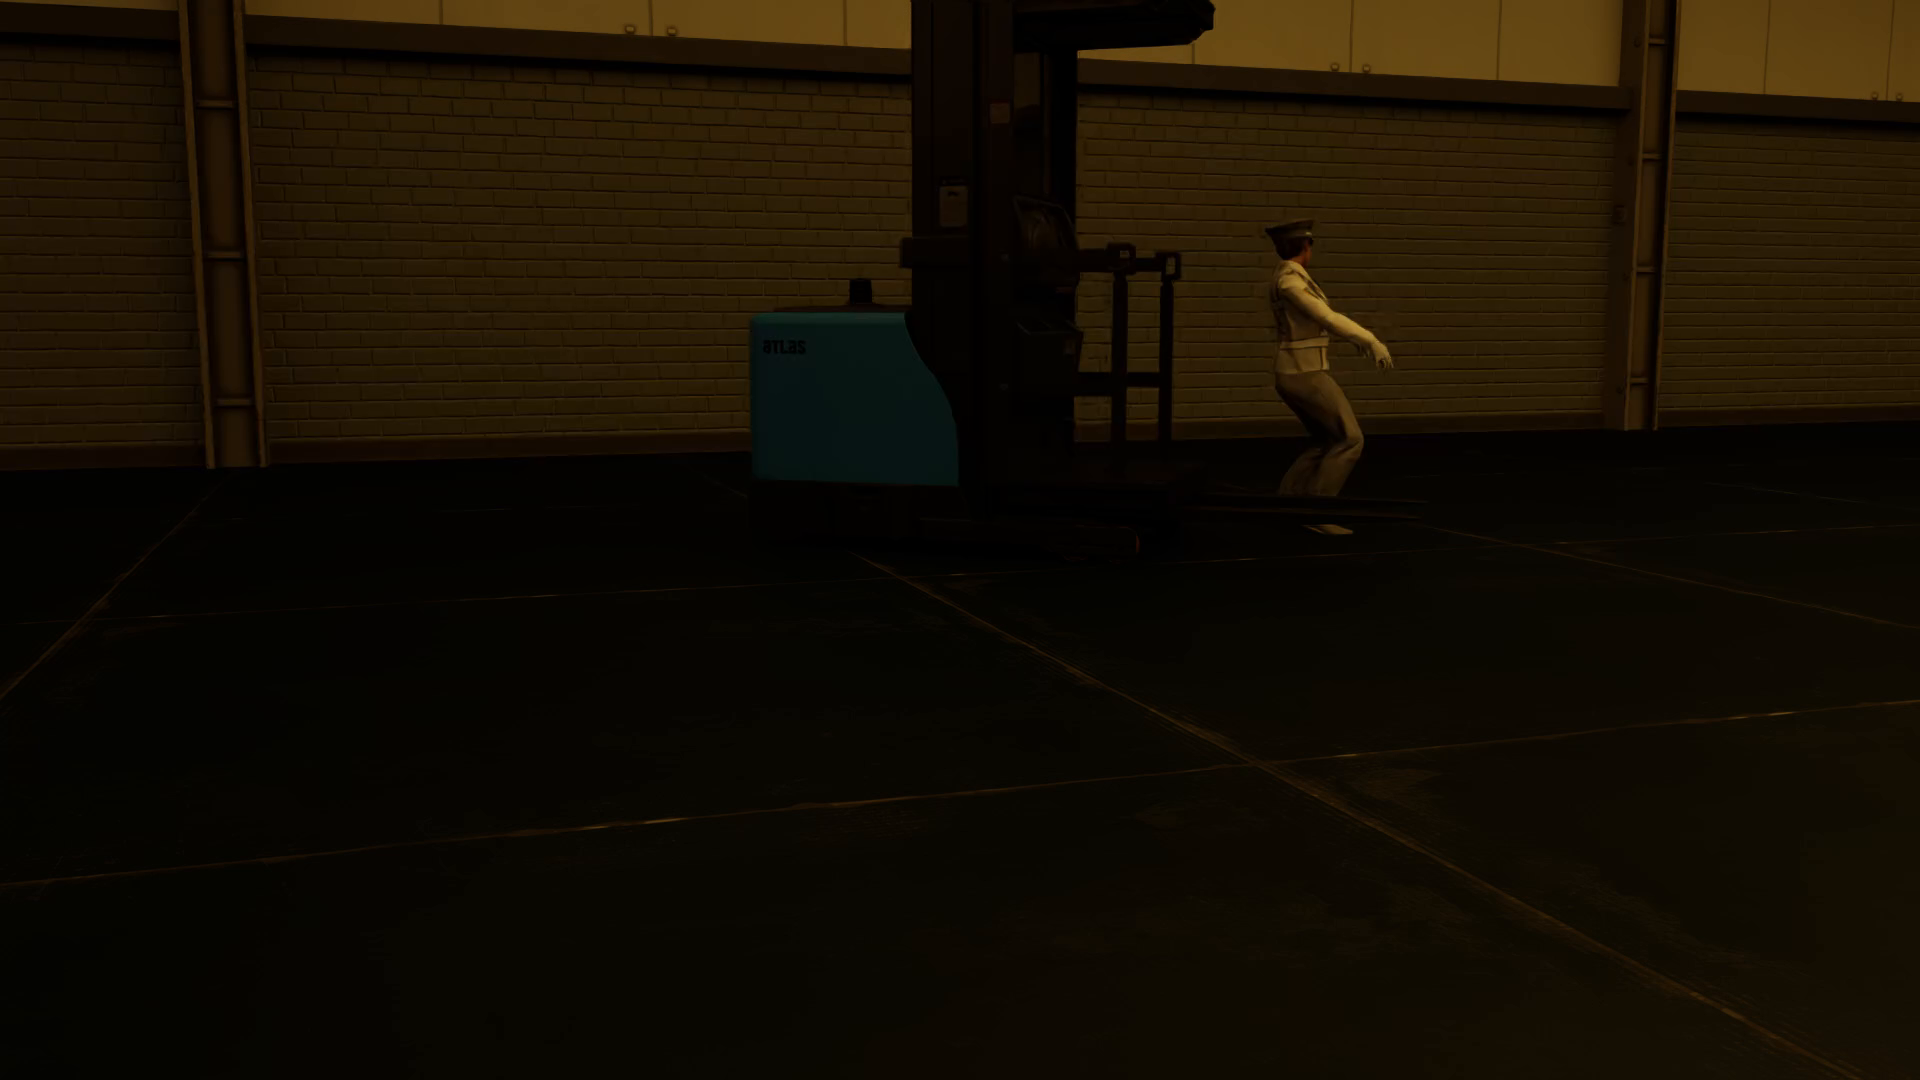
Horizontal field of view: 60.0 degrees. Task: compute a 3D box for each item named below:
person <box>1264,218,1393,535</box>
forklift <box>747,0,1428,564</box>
[{"bbox_3d":[1.821,-0.800,8.377,0.615,1.614,0.810,1,8,8],"label":"person"},{"bbox_3d":[0.583,-1.427,7.542,3.031,2.935,1.130,3,8,18],"label":"forklift"}]
